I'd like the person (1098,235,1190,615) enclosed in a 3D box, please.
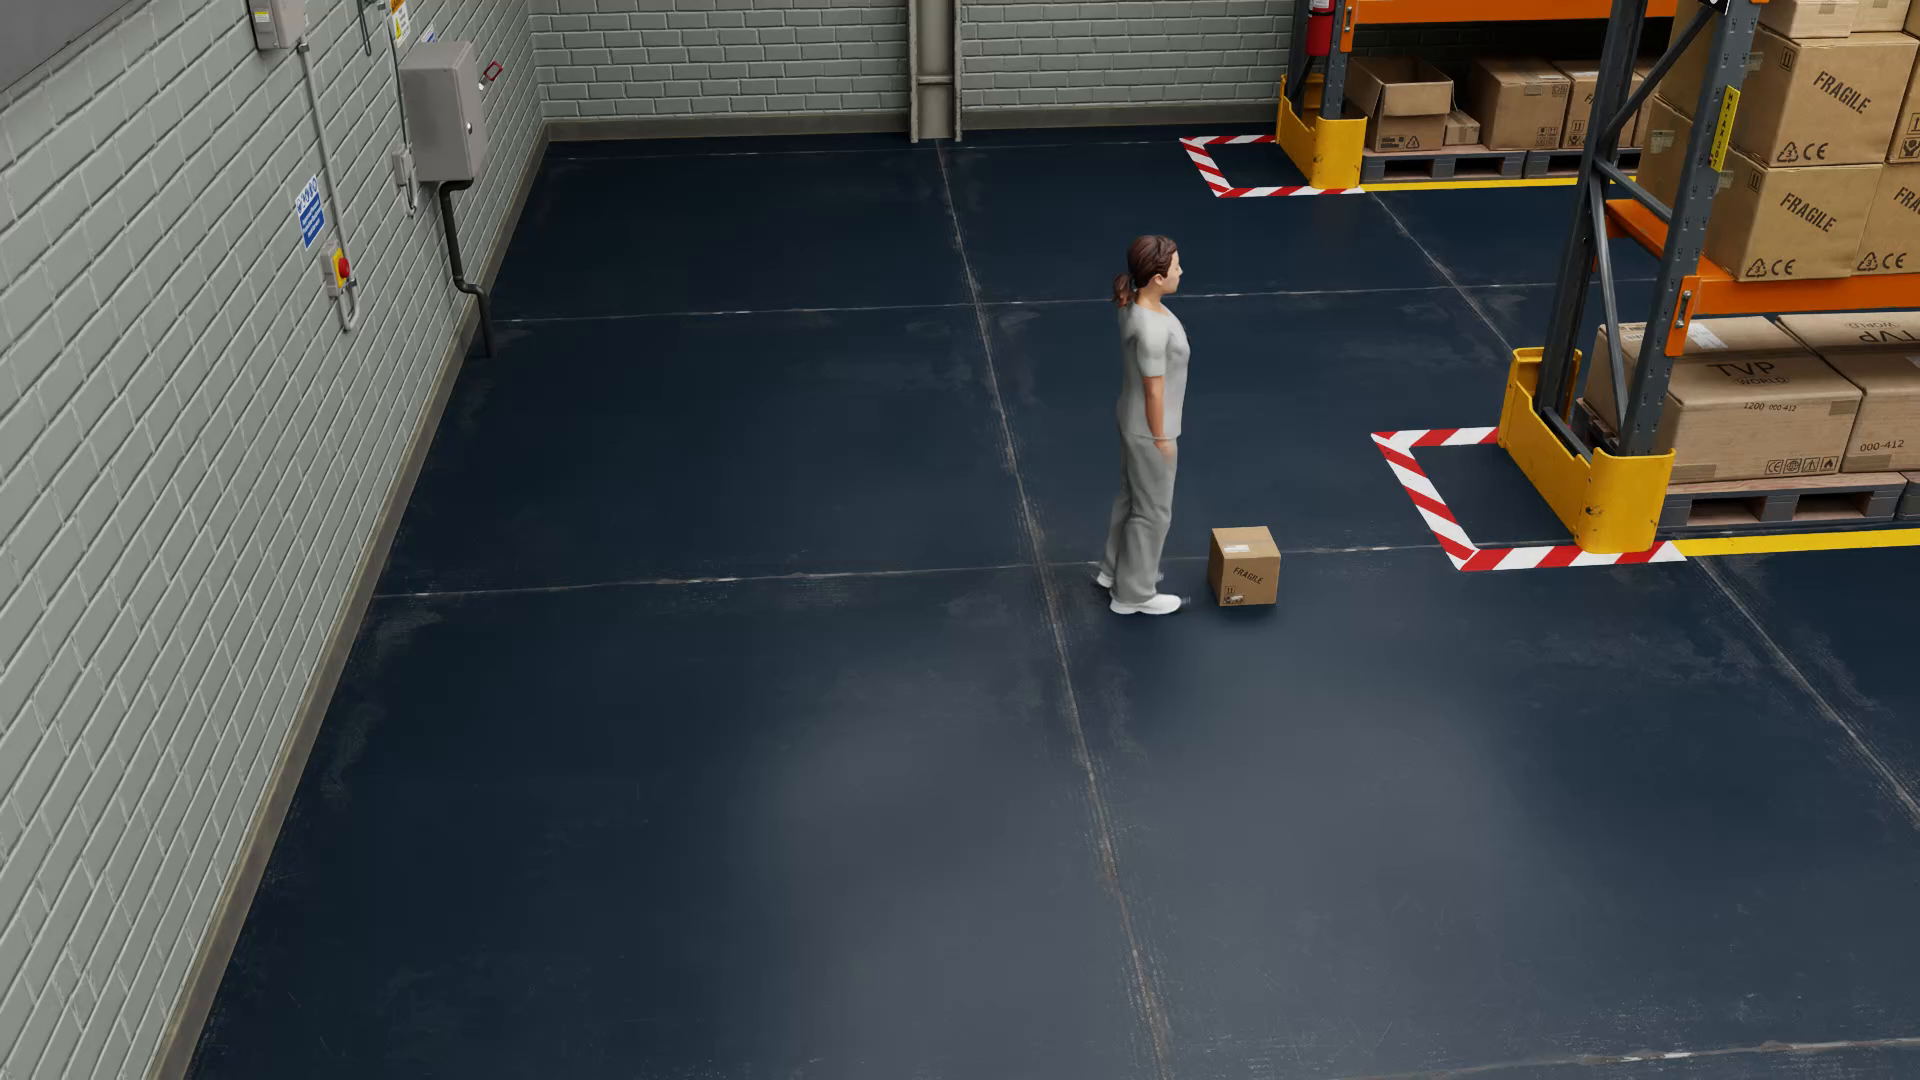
[{"bbox_3d":[0.771,-0.463,6.927,0.364,1.689,0.438,-2,31,-3],"label":"person"}]
